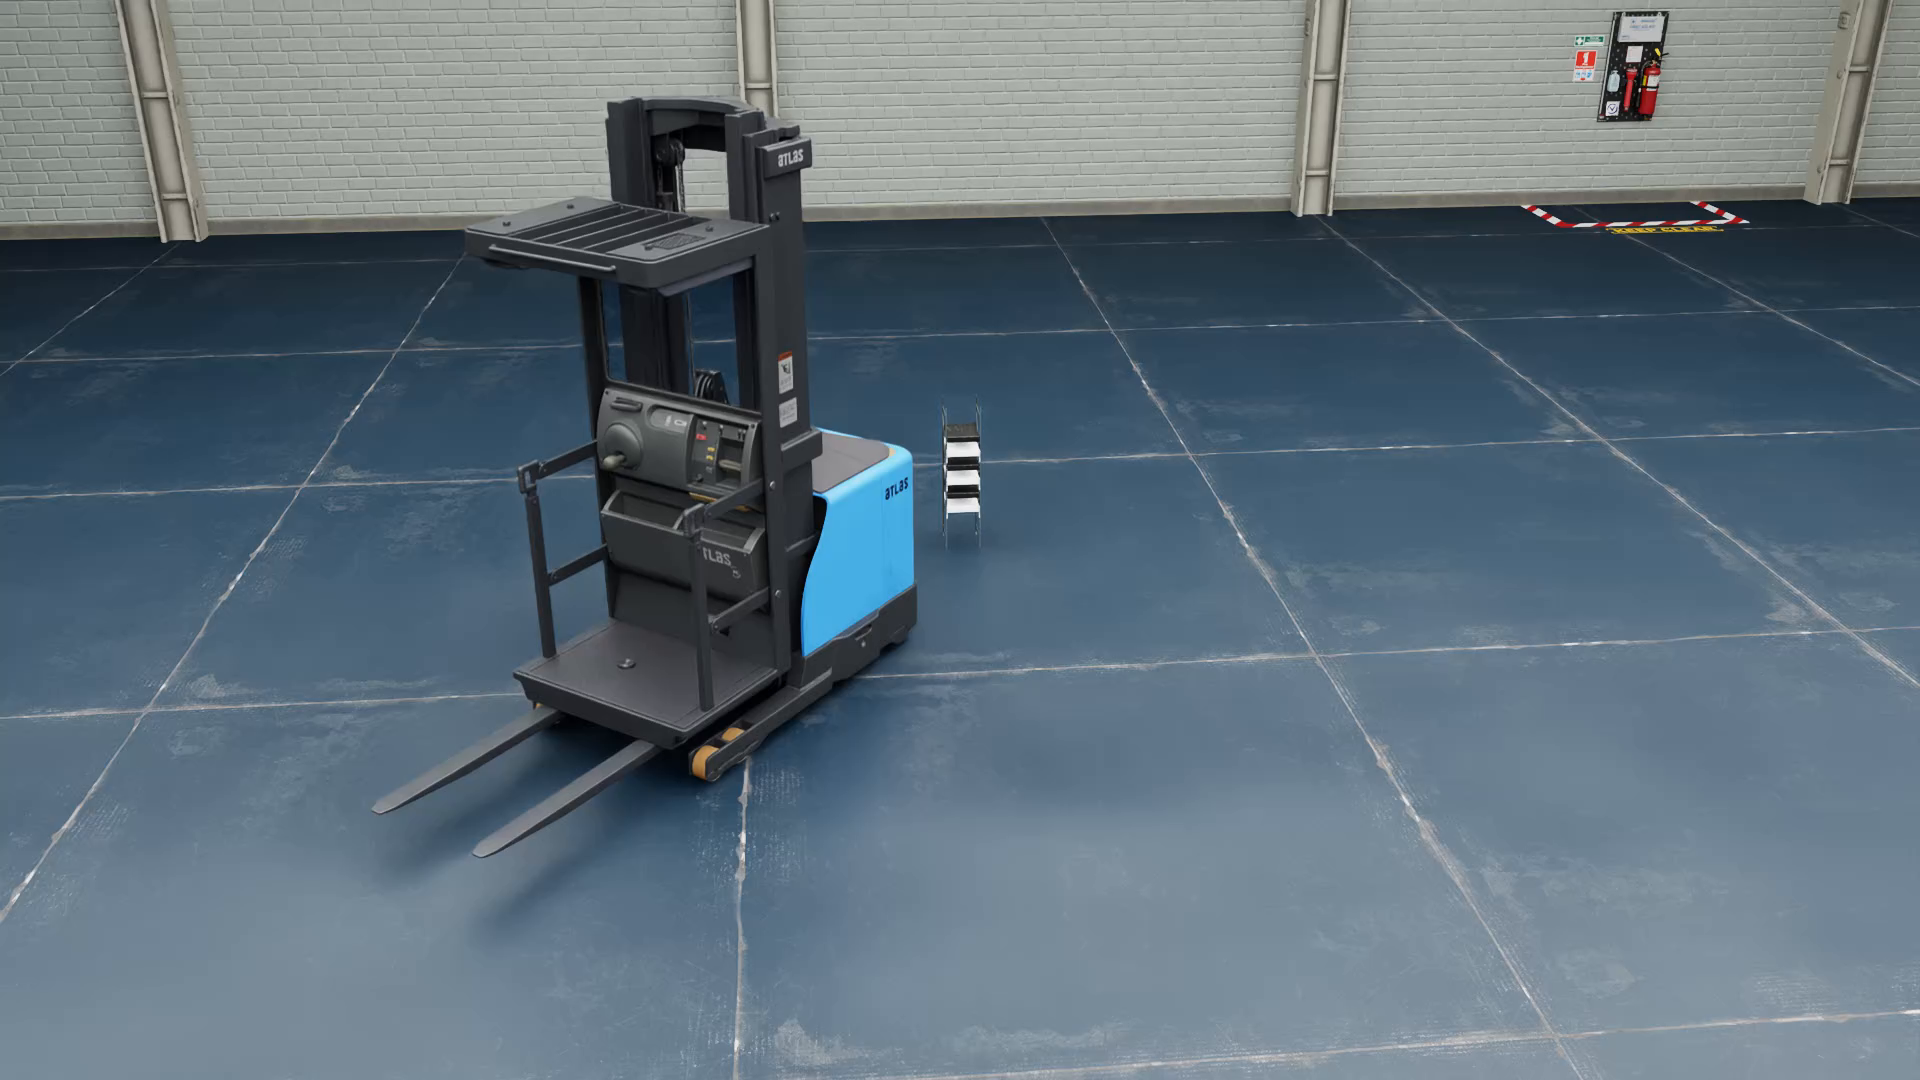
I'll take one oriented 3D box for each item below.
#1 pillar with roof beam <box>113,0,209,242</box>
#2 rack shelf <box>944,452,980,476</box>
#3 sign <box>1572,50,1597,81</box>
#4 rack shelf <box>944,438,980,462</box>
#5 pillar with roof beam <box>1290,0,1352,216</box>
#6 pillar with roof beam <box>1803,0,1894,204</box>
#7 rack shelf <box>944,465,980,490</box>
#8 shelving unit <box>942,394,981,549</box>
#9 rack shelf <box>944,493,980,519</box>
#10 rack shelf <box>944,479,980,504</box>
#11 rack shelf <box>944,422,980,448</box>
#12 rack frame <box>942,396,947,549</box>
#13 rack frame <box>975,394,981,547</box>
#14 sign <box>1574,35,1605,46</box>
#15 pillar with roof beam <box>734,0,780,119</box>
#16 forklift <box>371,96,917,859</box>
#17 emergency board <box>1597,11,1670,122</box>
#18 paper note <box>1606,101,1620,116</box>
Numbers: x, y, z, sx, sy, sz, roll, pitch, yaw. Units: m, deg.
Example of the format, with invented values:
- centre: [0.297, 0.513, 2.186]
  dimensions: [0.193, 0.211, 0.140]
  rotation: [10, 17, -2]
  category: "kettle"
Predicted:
- centre: [-7.637, -5.512, 11.571]
  dimensions: [0.400, 9.000, 9.100]
  rotation: [-2, 24, -5]
  category: "pillar with roof beam"
- centre: [0.008, -0.463, 10.045]
  dimensions: [0.200, 0.077, 0.258]
  rotation: [-2, 24, -5]
  category: "rack shelf"
- centre: [6.829, -5.182, 18.171]
  dimensions: [0.234, 0.329, 0.001]
  rotation: [-2, 24, -5]
  category: "sign"
- centre: [0.008, -0.546, 10.008]
  dimensions: [0.200, 0.077, 0.258]
  rotation: [-2, 24, -5]
  category: "rack shelf"
- centre: [4.304, -5.991, 12.649]
  dimensions: [0.400, 9.000, 9.100]
  rotation: [-2, 24, -5]
  category: "pillar with roof beam"
- centre: [10.275, -6.230, 13.188]
  dimensions: [0.400, 9.000, 9.100]
  rotation: [-2, 24, -5]
  category: "pillar with roof beam"
- centre: [0.008, -0.381, 10.081]
  dimensions: [0.200, 0.077, 0.258]
  rotation: [-2, 24, -5]
  category: "rack shelf"
- centre: [0.008, -0.412, 10.068]
  dimensions: [0.210, 0.900, 0.258]
  rotation: [-2, 24, -5]
  category: "shelving unit"
- centre: [0.008, -0.217, 10.155]
  dimensions: [0.200, 0.077, 0.258]
  rotation: [-2, 24, -5]
  category: "rack shelf"
- centre: [0.008, -0.299, 10.118]
  dimensions: [0.200, 0.077, 0.258]
  rotation: [-2, 24, -5]
  category: "rack shelf"
- centre: [0.008, -0.628, 9.972]
  dimensions: [0.200, 0.077, 0.258]
  rotation: [-2, 24, -5]
  category: "rack shelf"
- centre: [-0.093, -0.407, 10.059]
  dimensions: [0.006, 0.900, 0.240]
  rotation: [-2, 24, -5]
  category: "rack frame"
- centre: [0.109, -0.416, 10.077]
  dimensions: [0.006, 0.900, 0.240]
  rotation: [-2, 24, -5]
  category: "rack frame"
- centre: [6.834, -5.420, 18.056]
  dimensions: [0.331, 0.109, 0.001]
  rotation: [-2, 24, -5]
  category: "sign"
- centre: [-1.666, -5.751, 12.110]
  dimensions: [0.400, 9.000, 9.100]
  rotation: [-2, 24, -5]
  category: "pillar with roof beam"
- centre: [-1.438, -0.433, 7.615]
  dimensions: [1.130, 2.935, 3.031]
  rotation: [14, 28, 29]
  category: "forklift"
- centre: [7.389, -5.146, 18.134]
  dimensions: [0.643, 1.169, 0.194]
  rotation: [-2, 24, -5]
  category: "emergency board"
- centre: [7.206, -4.764, 18.360]
  dimensions: [0.142, 0.148, 0.016]
  rotation: [-2, 24, -5]
  category: "paper note"
